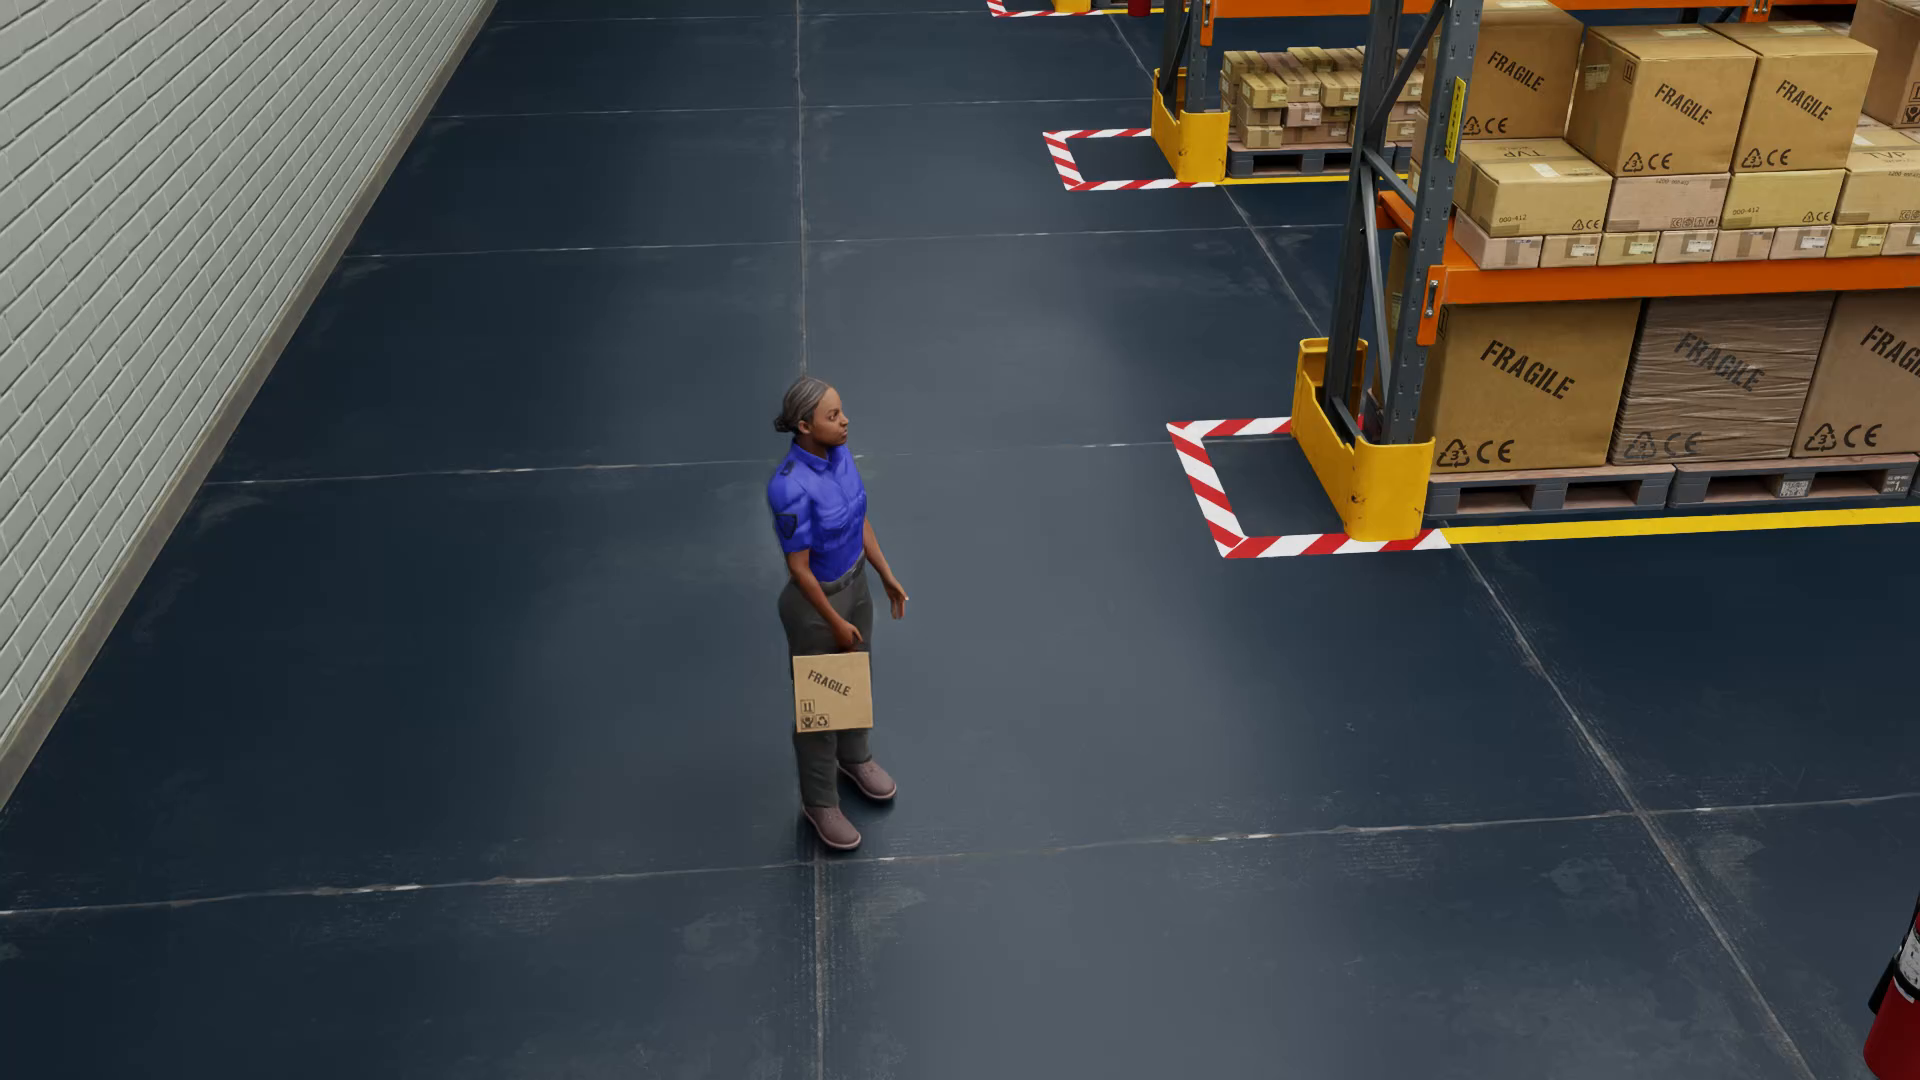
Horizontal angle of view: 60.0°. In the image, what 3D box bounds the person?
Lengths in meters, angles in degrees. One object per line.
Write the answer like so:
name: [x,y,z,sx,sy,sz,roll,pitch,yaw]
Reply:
person: [-0.427,0.244,5.711,0.421,1.666,0.538,12,33,19]
